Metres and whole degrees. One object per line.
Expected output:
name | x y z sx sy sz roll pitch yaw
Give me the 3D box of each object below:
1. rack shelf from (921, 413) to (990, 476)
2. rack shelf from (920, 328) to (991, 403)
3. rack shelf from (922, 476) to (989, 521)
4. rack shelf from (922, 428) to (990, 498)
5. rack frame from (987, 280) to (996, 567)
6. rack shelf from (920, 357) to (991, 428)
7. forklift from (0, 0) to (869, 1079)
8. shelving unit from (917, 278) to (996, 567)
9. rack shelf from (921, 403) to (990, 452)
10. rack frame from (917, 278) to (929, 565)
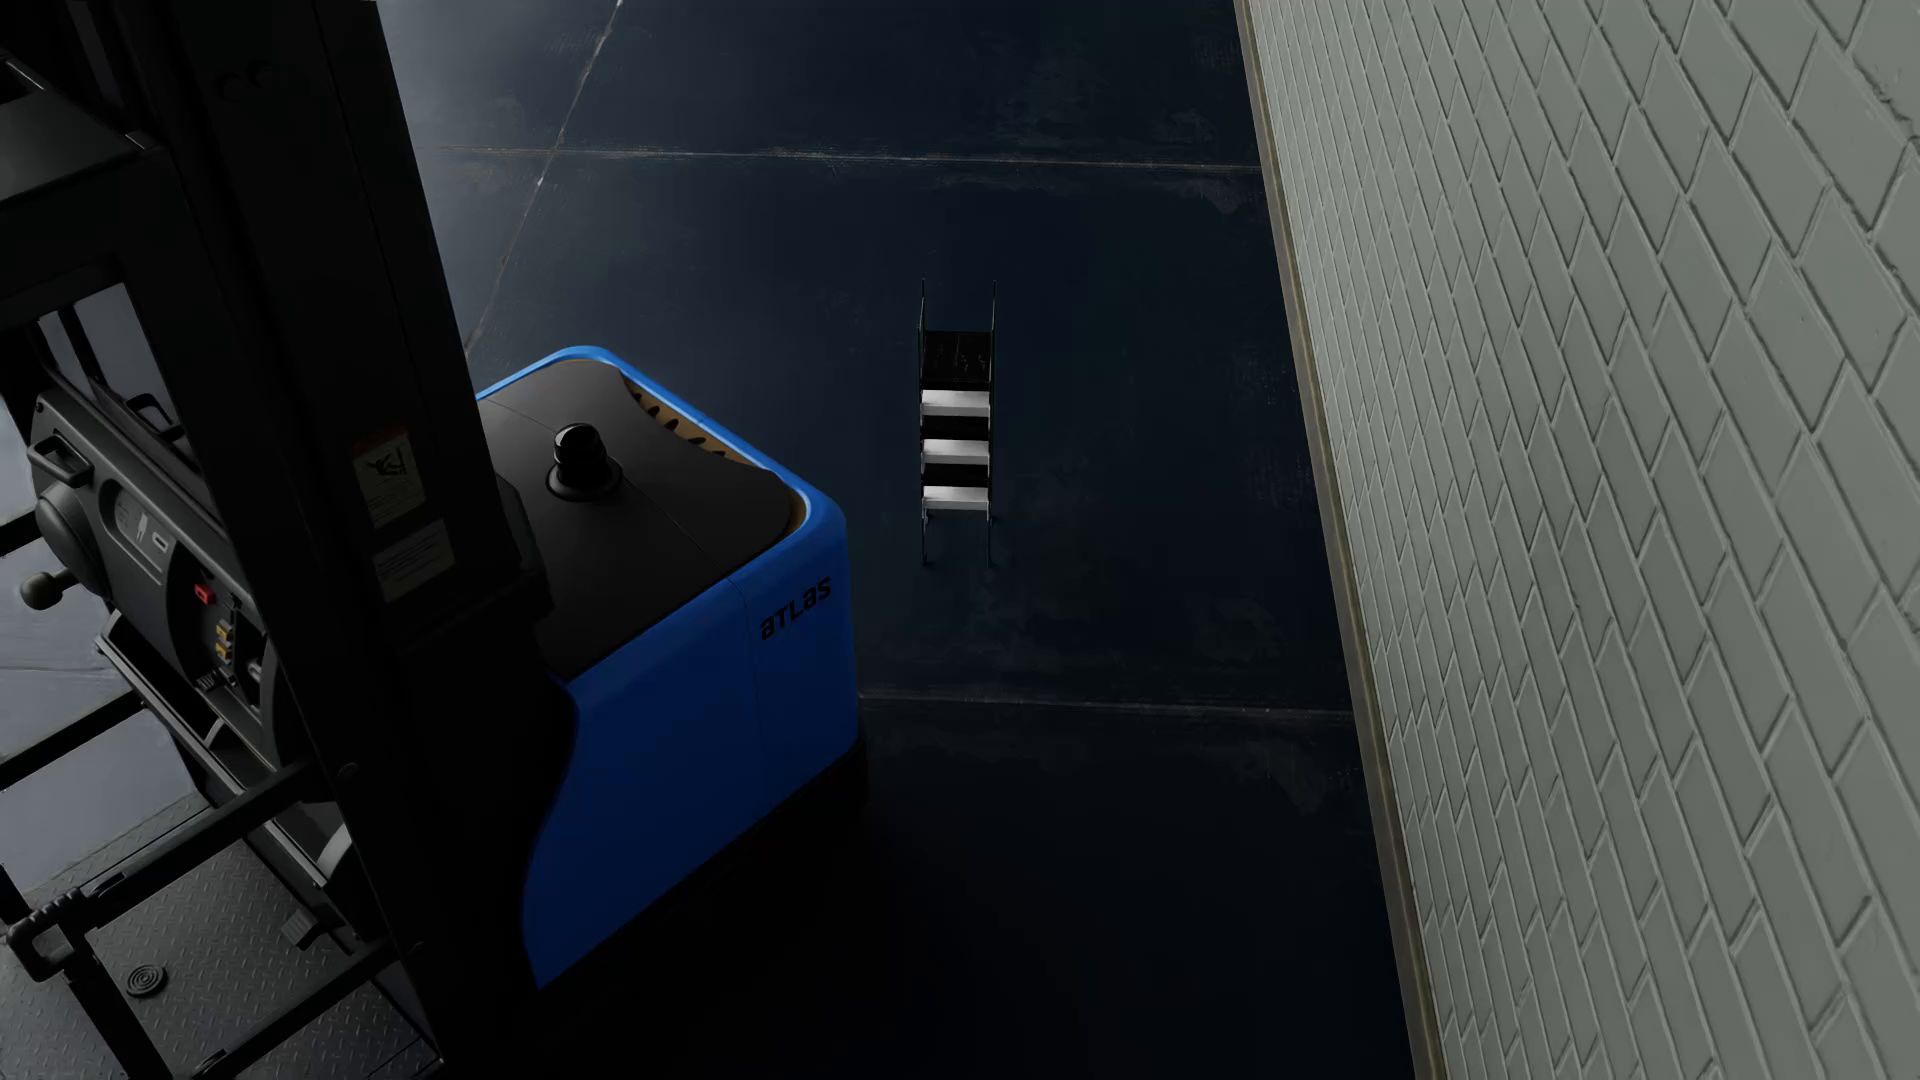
rack shelf | -0.008 -0.305 4.966 0.200 0.077 0.258 2 43 2
rack shelf | -0.008 -0.503 4.782 0.200 0.077 0.258 2 43 2
rack shelf | -0.008 -0.173 5.089 0.200 0.077 0.258 2 43 2
rack shelf | -0.008 -0.239 5.028 0.200 0.077 0.258 2 43 2
rack frame | 0.093 -0.326 4.940 0.006 0.900 0.240 2 43 2
rack shelf | -0.008 -0.437 4.844 0.200 0.077 0.258 2 43 2
forklift | -1.623 0.146 2.943 1.130 2.935 3.031 33 52 30
shelving unit | -0.008 -0.330 4.944 0.210 0.900 0.258 2 43 2
rack shelf | -0.008 -0.371 4.905 0.200 0.077 0.258 2 43 2
rack frame | -0.110 -0.333 4.947 0.006 0.900 0.240 2 43 2
